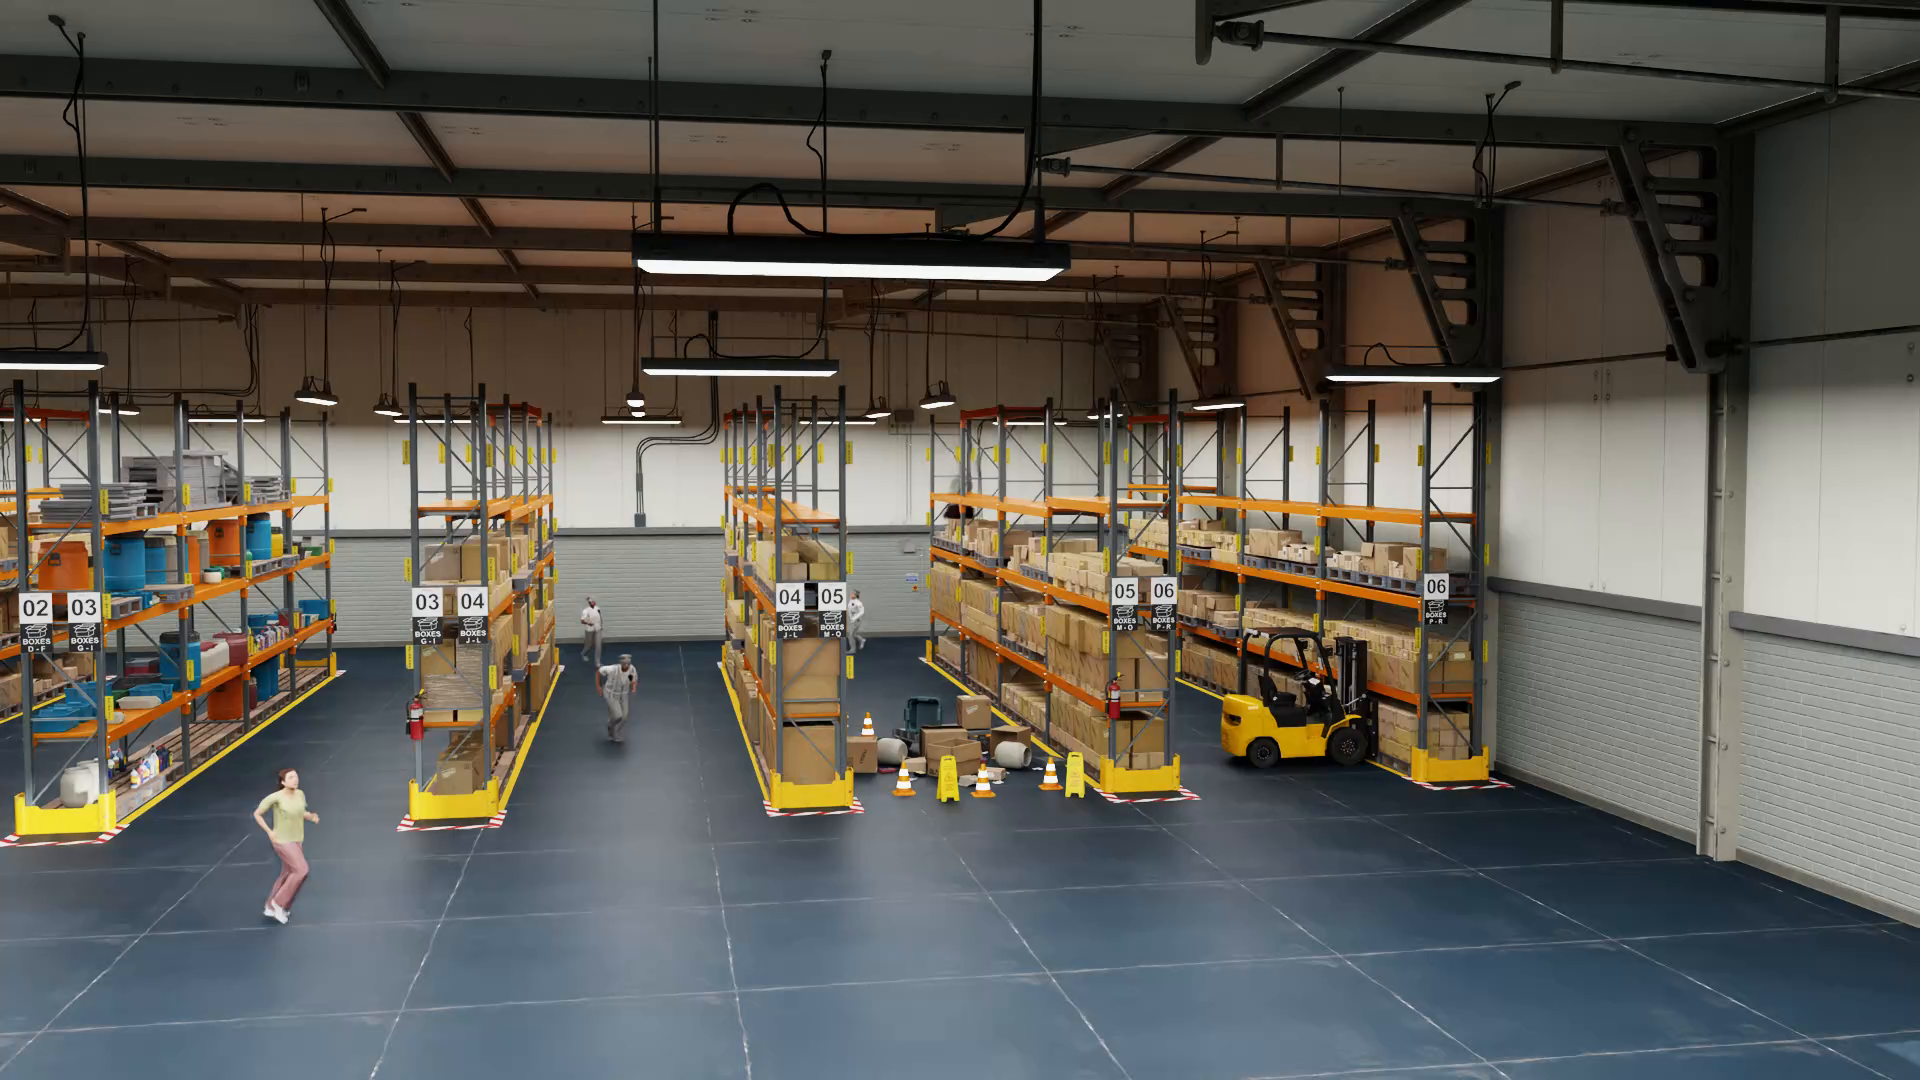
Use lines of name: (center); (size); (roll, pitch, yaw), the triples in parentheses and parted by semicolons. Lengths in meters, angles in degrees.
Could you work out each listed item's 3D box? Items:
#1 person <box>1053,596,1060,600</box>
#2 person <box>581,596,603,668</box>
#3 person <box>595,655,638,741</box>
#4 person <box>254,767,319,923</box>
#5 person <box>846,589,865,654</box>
person: (2.085, 2.107, 36.791); (0.606, 1.747, 0.704); (0, 3, -8)
person: (-8.720, 2.164, 39.427); (0.580, 1.706, 0.910); (-2, 4, -35)
person: (-5.960, 2.754, 28.897); (0.694, 1.571, 0.889); (-2, 4, -36)
person: (-7.203, 3.267, 17.895); (0.632, 1.660, 0.554); (1, 3, 19)
person: (-2.629, 2.044, 42.050); (0.611, 1.655, 0.609); (-2, 3, -31)
